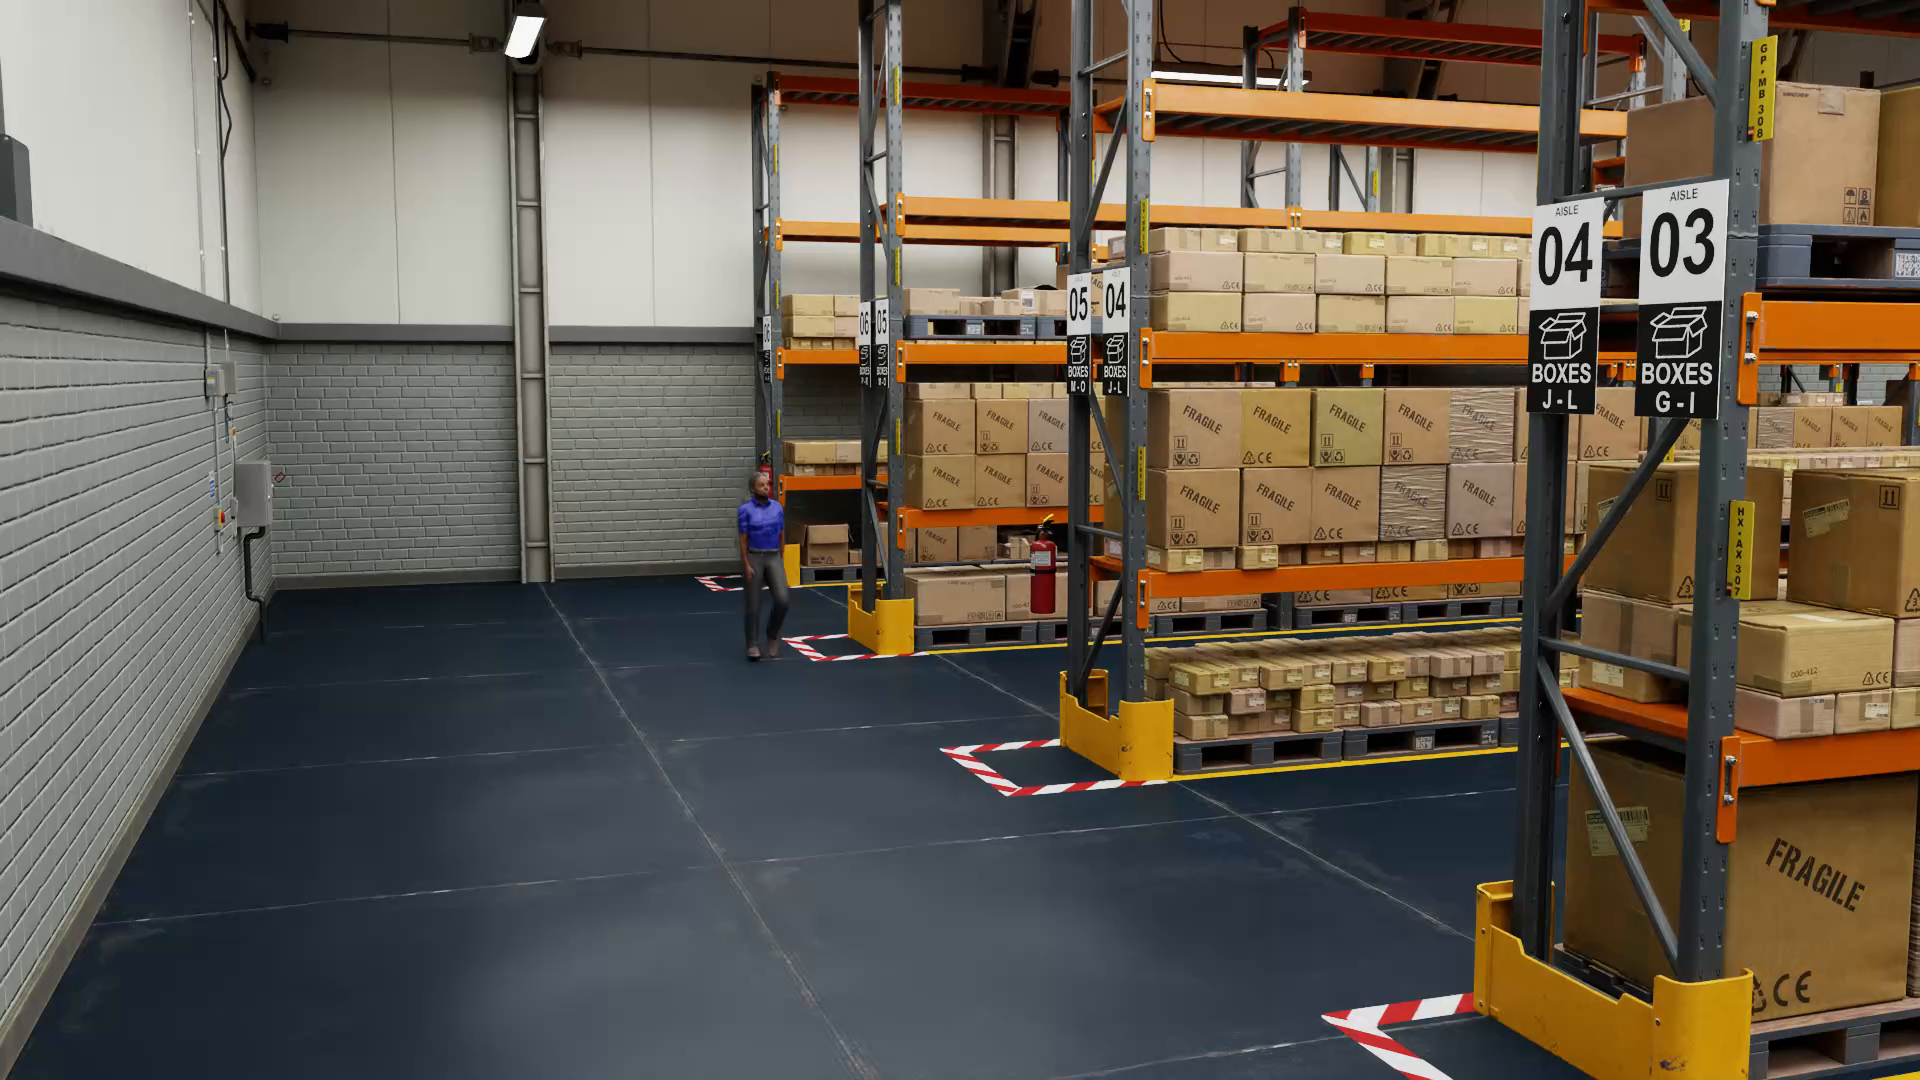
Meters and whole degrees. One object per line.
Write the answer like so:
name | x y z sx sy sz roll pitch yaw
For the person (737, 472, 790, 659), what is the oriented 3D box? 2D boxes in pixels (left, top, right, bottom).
person | -1.735 0.239 14.701 0.452 1.677 0.424 -2 6 -23
